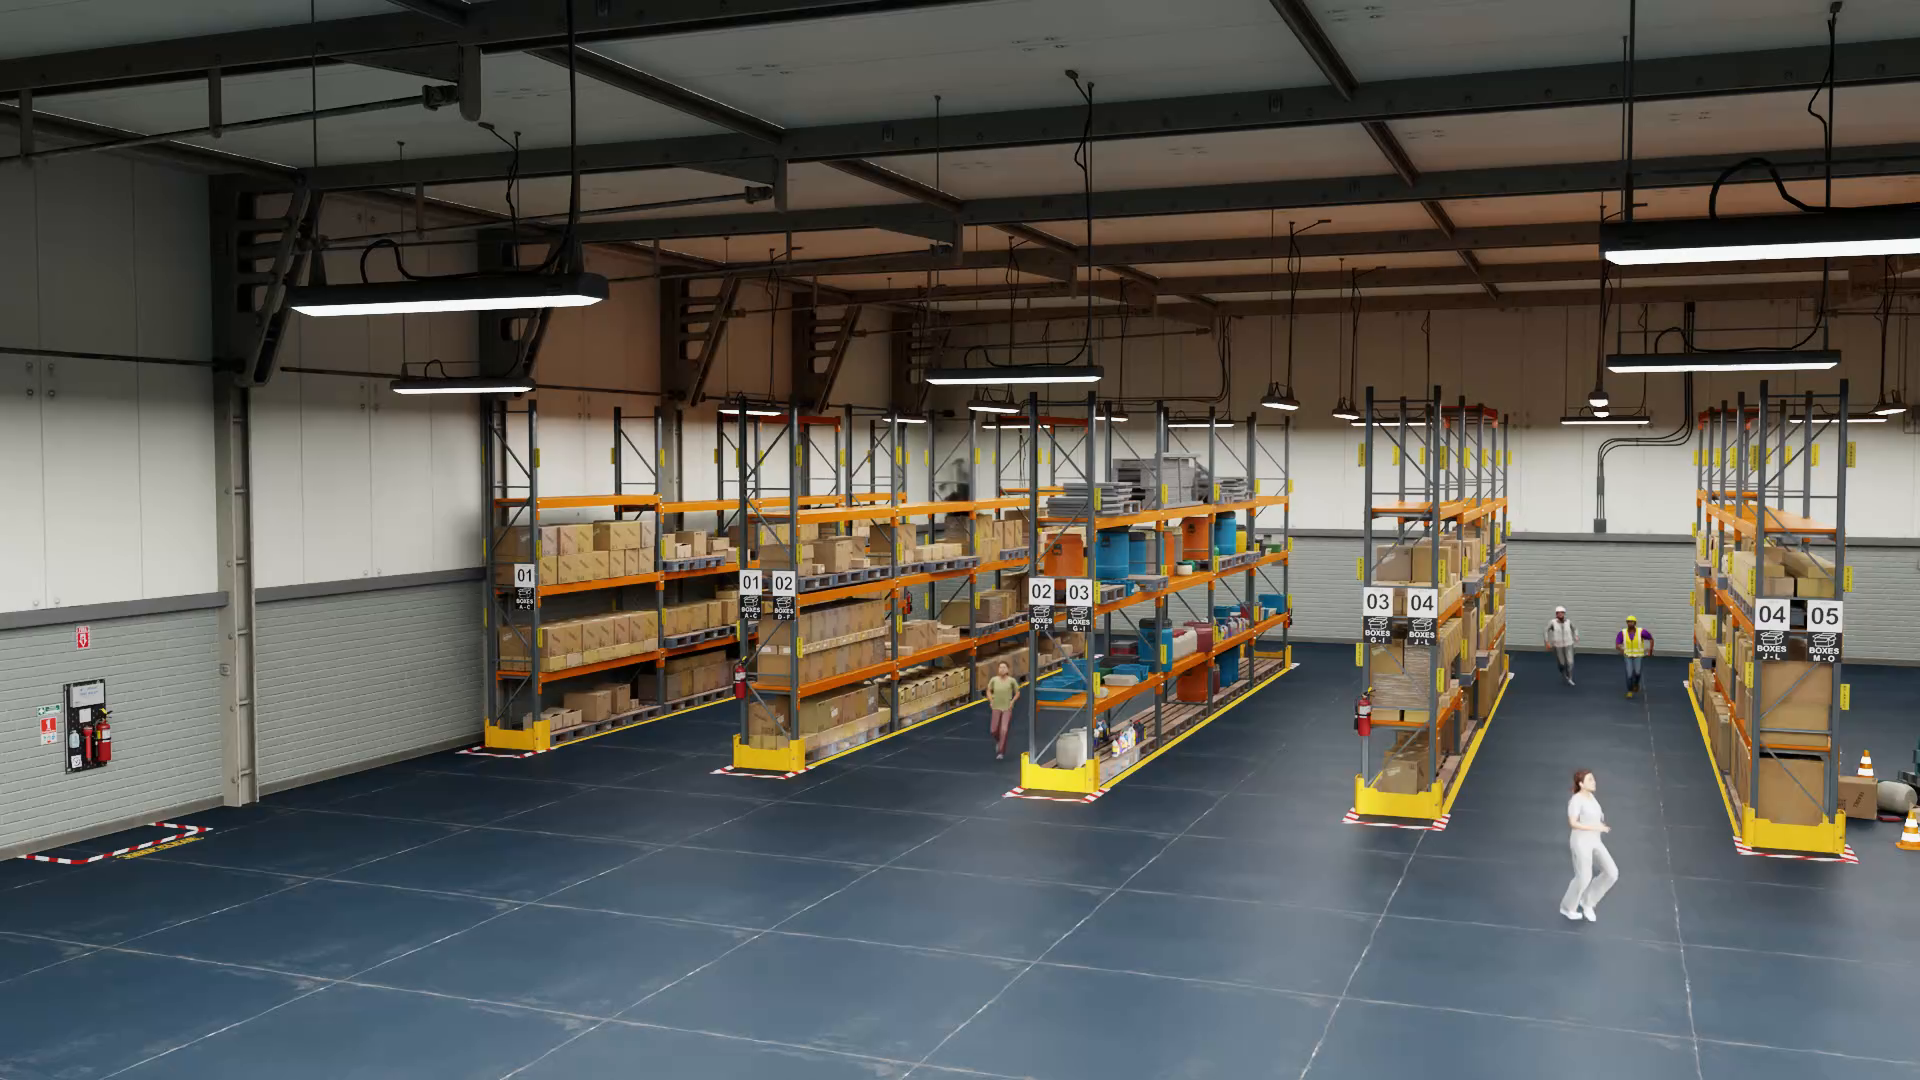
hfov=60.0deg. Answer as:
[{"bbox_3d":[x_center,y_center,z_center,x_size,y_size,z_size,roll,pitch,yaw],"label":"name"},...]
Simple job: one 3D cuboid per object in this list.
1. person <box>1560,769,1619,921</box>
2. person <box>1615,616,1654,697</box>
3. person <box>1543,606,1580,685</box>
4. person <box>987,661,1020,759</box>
[{"bbox_3d":[6.728,3.281,17.845,0.623,1.654,0.603,-2,4,-40],"label":"person"},{"bbox_3d":[14.022,2.435,34.622,0.734,1.719,0.666,1,3,28],"label":"person"},{"bbox_3d":[13.349,2.333,36.923,0.767,1.733,0.605,1,3,12],"label":"person"},{"bbox_3d":[0.714,2.821,27.678,0.566,1.623,0.536,0,3,7],"label":"person"}]
